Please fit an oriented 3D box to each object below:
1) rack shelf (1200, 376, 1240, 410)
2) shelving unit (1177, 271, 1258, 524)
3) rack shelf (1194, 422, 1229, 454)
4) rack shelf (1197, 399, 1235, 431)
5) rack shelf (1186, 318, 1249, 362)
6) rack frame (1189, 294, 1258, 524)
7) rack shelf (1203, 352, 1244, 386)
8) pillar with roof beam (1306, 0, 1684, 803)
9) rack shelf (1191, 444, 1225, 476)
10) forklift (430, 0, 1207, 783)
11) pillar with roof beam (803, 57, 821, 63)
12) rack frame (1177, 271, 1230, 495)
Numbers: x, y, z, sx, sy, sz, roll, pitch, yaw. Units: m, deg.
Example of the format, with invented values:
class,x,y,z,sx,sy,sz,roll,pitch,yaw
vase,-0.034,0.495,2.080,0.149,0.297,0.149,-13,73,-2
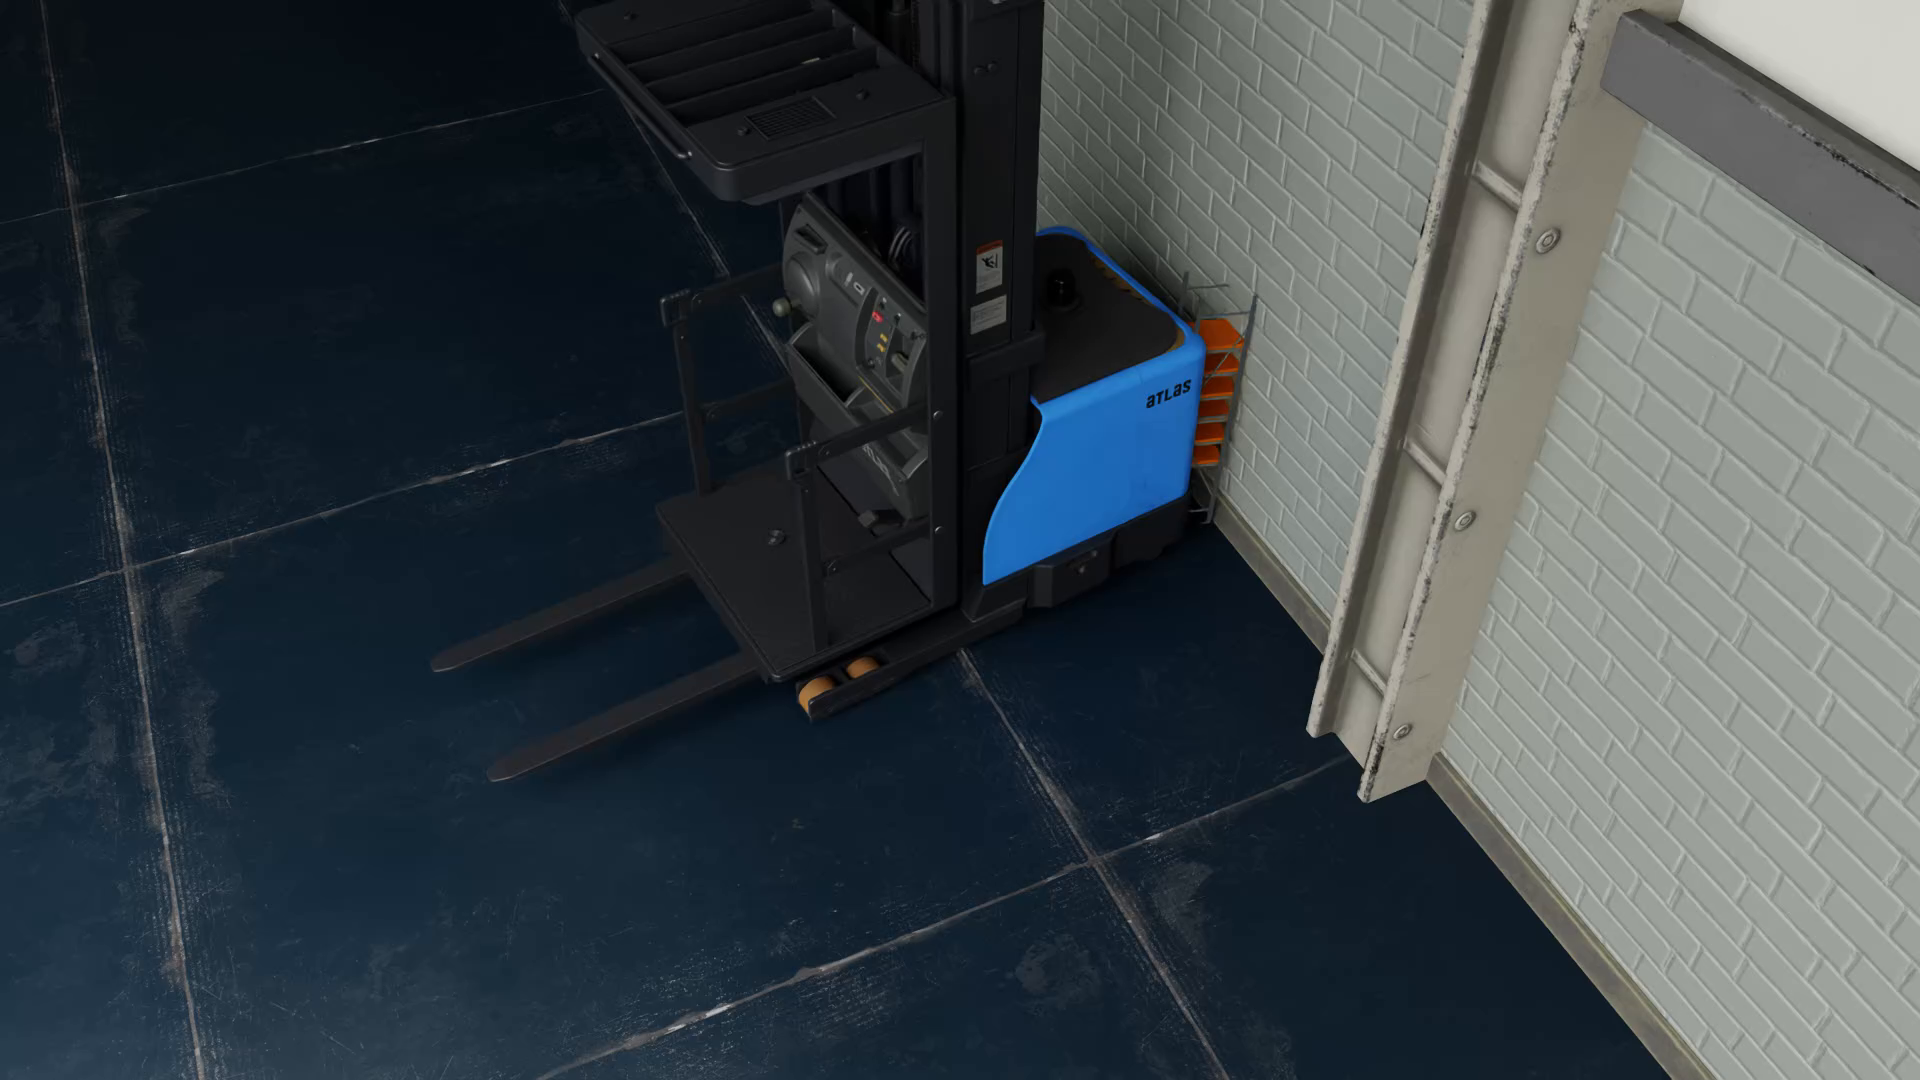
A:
class,x,y,z,sx,sy,sz,roll,pitch,yaw
rack shelf,0.977,-0.609,6.742,0.258,0.103,0.180,-7,45,-11
shelving unit,0.973,-0.555,6.794,0.258,1.200,0.189,-7,45,-11
rack shelf,0.965,-0.437,6.908,0.258,0.103,0.180,-7,45,-11
rack shelf,0.971,-0.523,6.825,0.258,0.103,0.180,-7,45,-11
rack shelf,0.989,-0.781,6.575,0.258,0.103,0.180,-7,45,-11
rack frame,0.993,-0.492,6.731,0.240,1.200,0.006,-7,45,-11
rack shelf,0.983,-0.695,6.658,0.258,0.103,0.180,-7,45,-11
pillar with roof beam,-2.357,-1.130,1.858,9.100,9.000,0.400,-18,47,-17
rack shelf,0.959,-0.351,6.992,0.258,0.103,0.180,-7,45,-11
forklift,-0.558,-0.781,5.823,3.031,2.935,1.130,-24,49,-22
pillar with roof beam,-4.880,-4.954,5.733,9.100,9.000,0.400,-18,47,-17
rack frame,0.953,-0.618,6.858,0.240,1.200,0.006,-7,45,-11
